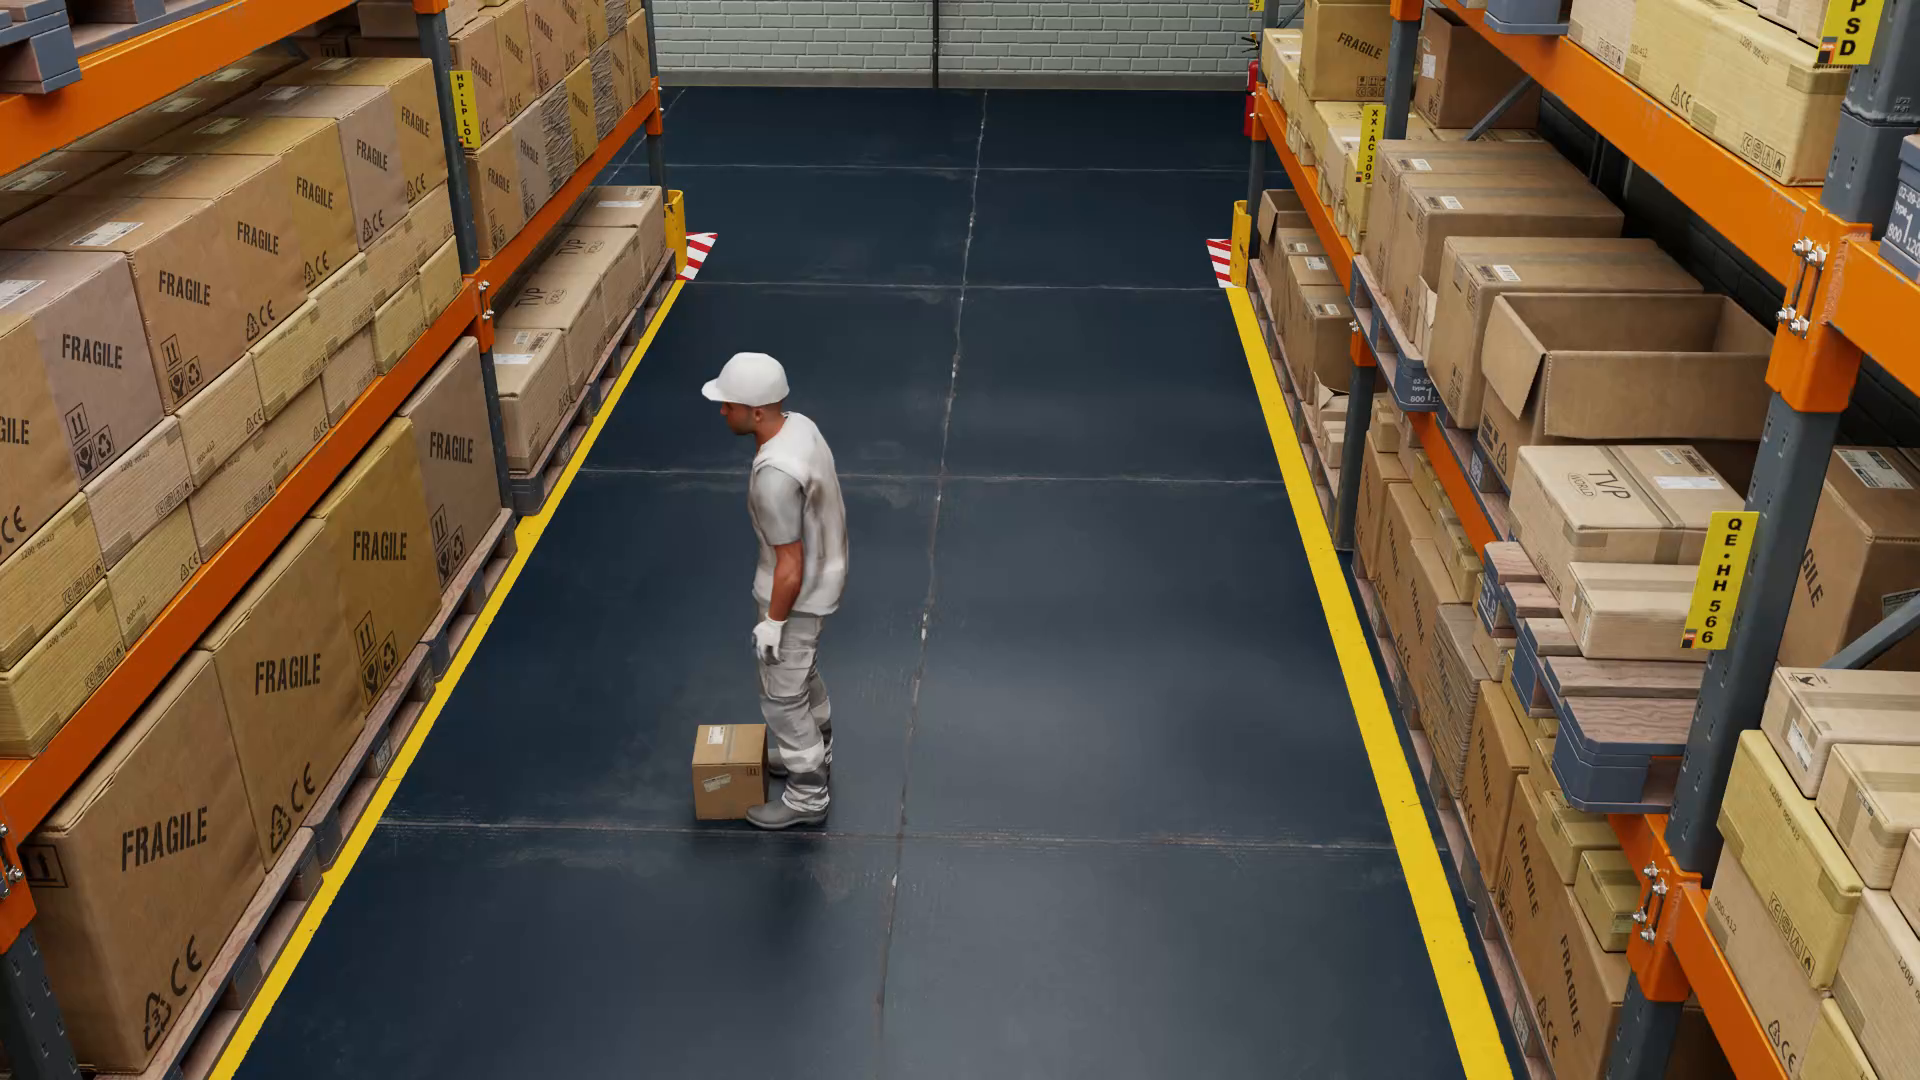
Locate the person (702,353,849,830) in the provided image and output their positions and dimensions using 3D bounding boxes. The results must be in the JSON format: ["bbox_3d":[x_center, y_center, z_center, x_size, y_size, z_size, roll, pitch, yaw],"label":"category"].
[{"bbox_3d":[-0.609,0.178,5.766,0.453,1.778,0.604,1,28,2],"label":"person"}]
